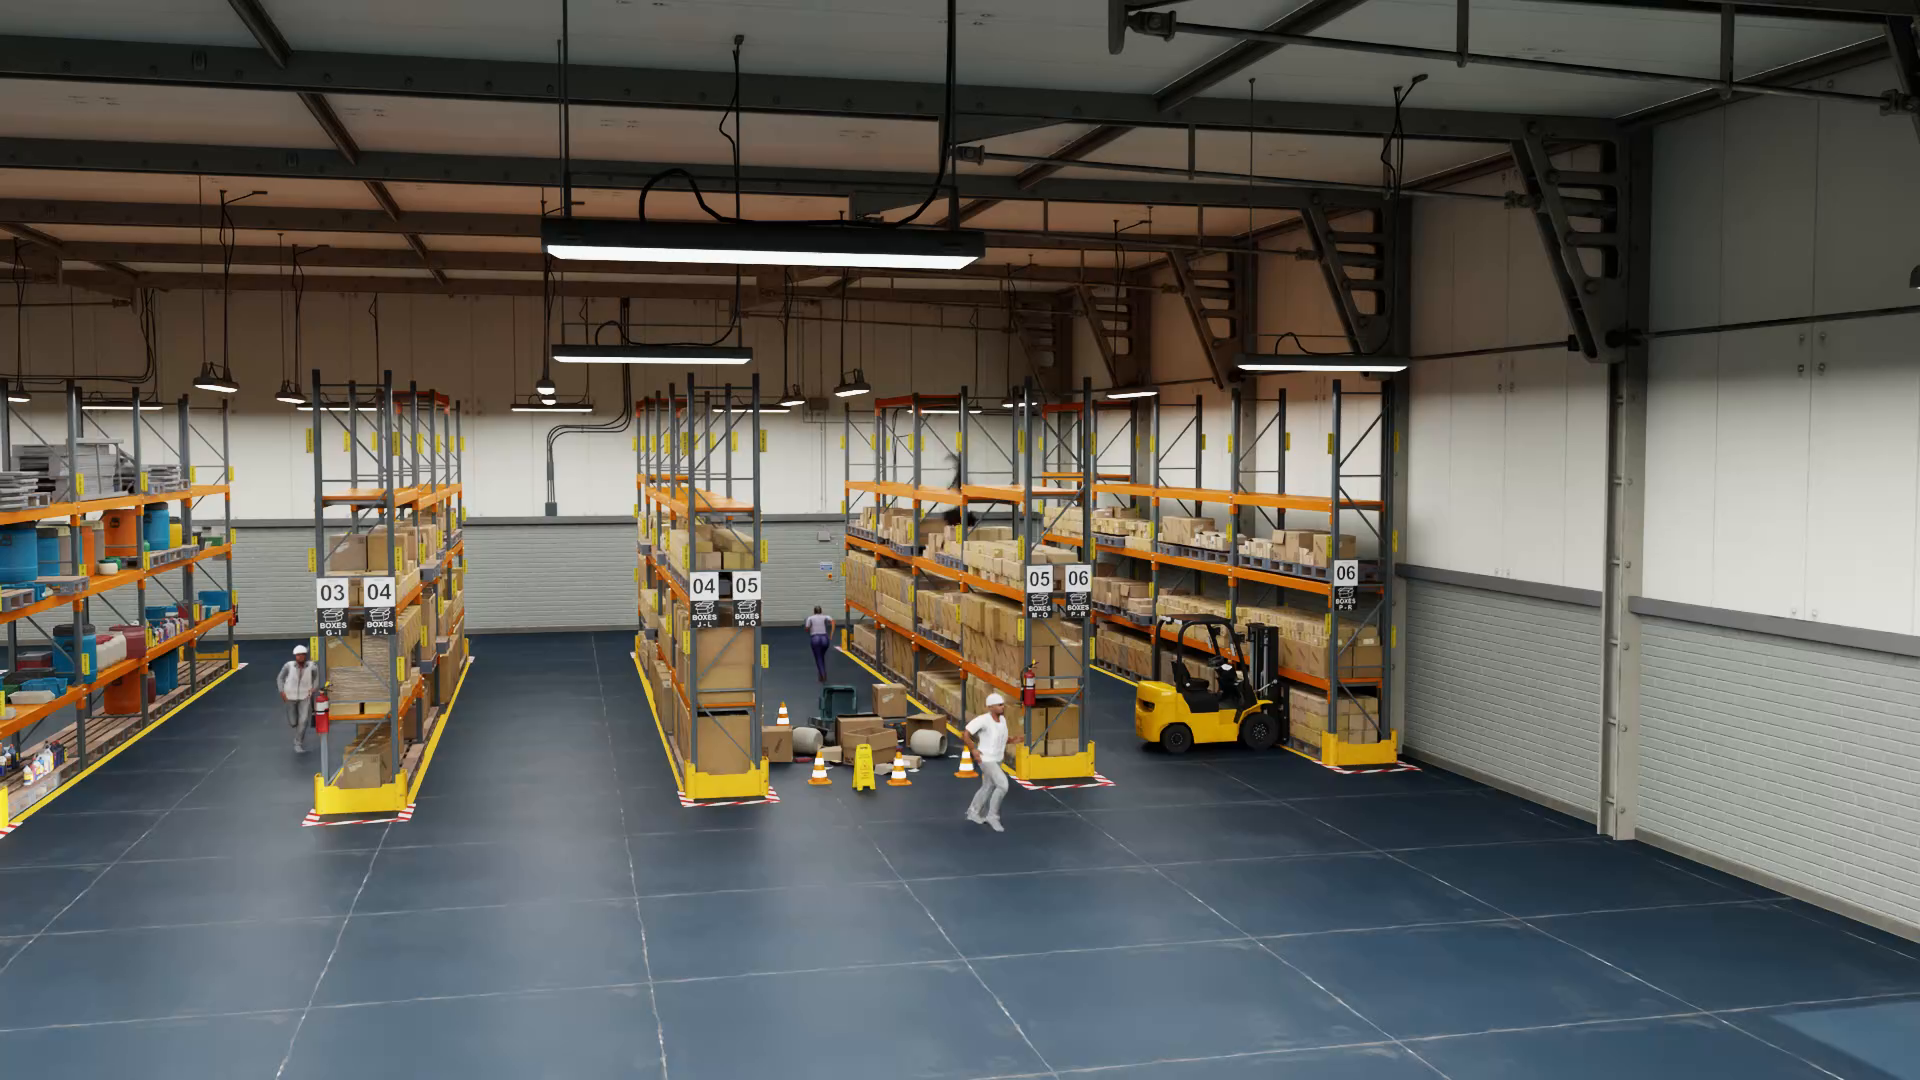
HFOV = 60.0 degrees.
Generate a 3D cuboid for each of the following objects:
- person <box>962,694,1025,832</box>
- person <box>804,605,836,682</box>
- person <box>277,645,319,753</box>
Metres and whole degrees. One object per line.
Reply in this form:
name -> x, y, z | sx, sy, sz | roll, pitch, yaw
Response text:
person -> 0.412, 2.892, 21.574 | 0.794, 1.806, 0.696 | 2, 4, 30
person -> -2.929, 2.198, 34.782 | 0.597, 1.640, 0.877 | -1, 4, -22
person -> -10.841, 2.584, 27.301 | 0.671, 1.755, 0.821 | -1, 4, -20
